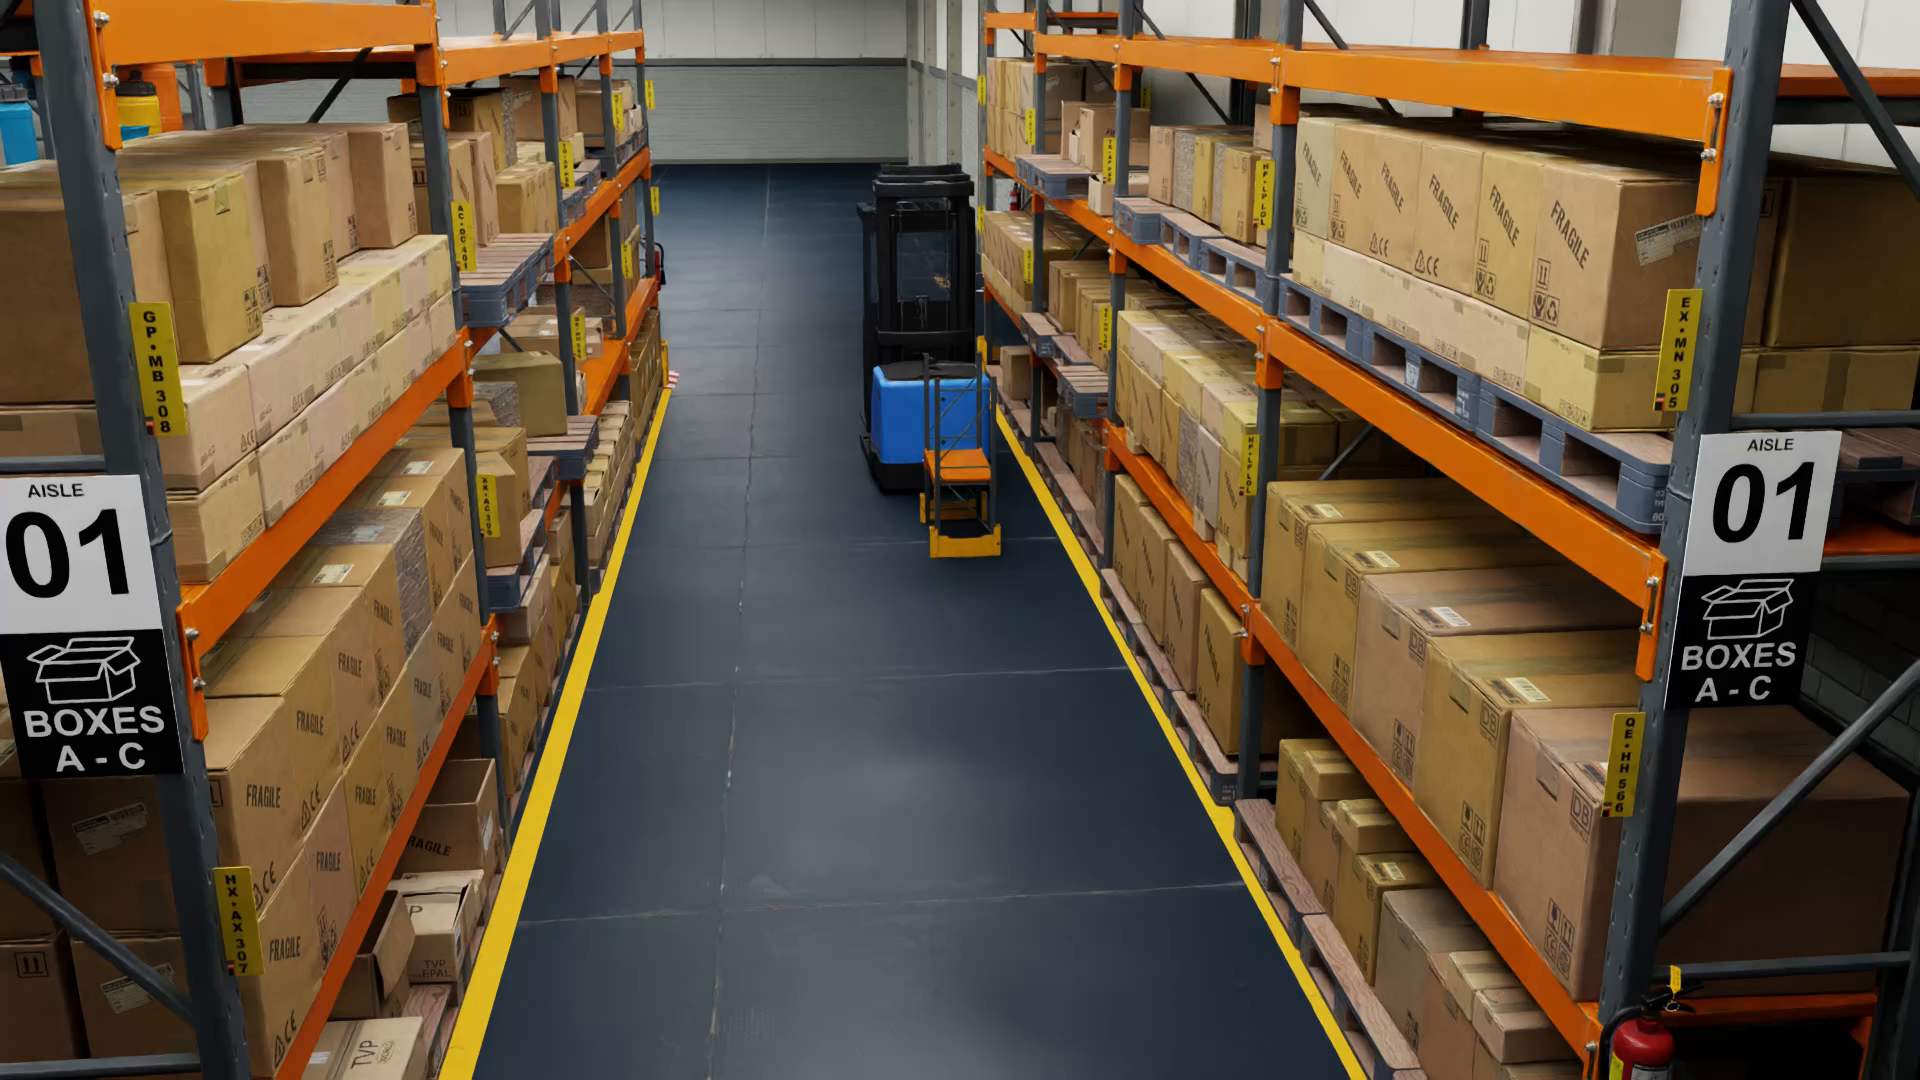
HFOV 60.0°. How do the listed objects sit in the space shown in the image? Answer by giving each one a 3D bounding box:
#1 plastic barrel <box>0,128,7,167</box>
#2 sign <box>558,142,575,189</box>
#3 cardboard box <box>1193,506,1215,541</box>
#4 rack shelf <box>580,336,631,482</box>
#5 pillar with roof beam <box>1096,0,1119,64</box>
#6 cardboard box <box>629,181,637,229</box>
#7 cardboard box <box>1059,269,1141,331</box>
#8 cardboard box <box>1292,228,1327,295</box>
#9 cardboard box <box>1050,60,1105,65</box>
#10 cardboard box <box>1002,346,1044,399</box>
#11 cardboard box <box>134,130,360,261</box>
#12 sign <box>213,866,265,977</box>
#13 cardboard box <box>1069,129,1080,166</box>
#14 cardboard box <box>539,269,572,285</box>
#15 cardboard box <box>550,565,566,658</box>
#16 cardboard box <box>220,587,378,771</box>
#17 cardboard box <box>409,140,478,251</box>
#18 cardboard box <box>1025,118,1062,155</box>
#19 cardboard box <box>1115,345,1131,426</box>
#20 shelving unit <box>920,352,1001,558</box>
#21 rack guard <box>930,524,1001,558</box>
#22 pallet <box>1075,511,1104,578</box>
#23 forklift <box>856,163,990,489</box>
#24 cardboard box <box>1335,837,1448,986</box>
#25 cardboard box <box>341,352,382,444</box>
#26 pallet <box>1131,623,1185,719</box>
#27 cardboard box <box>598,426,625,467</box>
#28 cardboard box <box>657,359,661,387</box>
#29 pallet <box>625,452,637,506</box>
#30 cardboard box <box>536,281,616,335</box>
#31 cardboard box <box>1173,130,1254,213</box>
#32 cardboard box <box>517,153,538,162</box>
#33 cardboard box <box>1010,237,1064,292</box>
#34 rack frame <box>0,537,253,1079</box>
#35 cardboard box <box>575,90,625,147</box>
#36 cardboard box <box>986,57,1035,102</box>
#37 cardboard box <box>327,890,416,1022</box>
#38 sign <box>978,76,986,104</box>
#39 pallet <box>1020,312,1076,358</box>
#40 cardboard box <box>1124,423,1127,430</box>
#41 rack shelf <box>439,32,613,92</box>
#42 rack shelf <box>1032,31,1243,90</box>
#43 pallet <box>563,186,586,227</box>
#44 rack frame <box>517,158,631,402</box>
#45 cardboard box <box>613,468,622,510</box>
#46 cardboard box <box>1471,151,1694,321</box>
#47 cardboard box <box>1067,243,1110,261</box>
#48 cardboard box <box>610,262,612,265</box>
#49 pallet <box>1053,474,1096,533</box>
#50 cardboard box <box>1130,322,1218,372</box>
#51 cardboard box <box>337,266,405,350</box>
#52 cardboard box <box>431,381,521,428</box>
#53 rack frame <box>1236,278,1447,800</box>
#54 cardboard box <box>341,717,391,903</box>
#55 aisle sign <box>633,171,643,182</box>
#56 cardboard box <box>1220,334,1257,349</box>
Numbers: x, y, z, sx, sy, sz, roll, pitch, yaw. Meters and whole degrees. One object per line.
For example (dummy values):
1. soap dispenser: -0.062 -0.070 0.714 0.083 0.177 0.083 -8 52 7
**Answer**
1. plastic barrel: -8.305 -3.299 13.834 0.600 0.901 0.600 0 17 0
2. sign: -2.761 -2.623 11.653 0.100 0.325 0.005 -2 18 -6
3. cardboard box: 1.605 -0.103 9.883 0.380 0.149 0.250 -2 18 -6
4. rack shelf: -3.508 -1.182 14.134 1.077 0.370 4.000 -2 18 -6
5. pillar with roof beam: -2.549 -6.014 18.310 9.100 9.000 0.400 -2 18 -6
6. cardboard box: -4.085 -3.824 19.016 0.700 0.500 0.500 -2 18 -5
7. cardboard box: 1.282 -2.213 15.317 0.700 0.500 0.500 0 17 0
8. cardboard box: 1.847 -1.285 7.637 0.500 0.250 0.500 -2 18 -6
9. cardboard box: 1.245 -4.852 17.746 0.500 0.500 0.500 -2 18 -6
10. cardboard box: 0.867 -1.885 18.612 0.700 0.500 0.500 -3 18 -9
11. cardboard box: -2.890 -1.396 6.772 0.700 0.500 0.500 -2 18 -6
12. sign: -1.936 1.025 4.460 0.100 0.325 0.005 -2 18 -6
13. cardboard box: 1.253 -3.515 14.805 0.500 0.311 0.500 -1 17 -4
14. cardboard box: -3.955 -2.552 16.049 0.380 0.149 0.250 -2 18 -6
15. cardboard box: -2.918 0.479 11.081 0.500 0.500 0.500 -2 18 -8
16. cardboard box: -2.368 0.485 5.789 0.500 0.500 0.500 -2 17 -5
17. cardboard box: -2.959 -1.815 8.907 0.600 0.600 0.600 -2 18 -6
18. cardboard box: 0.915 -3.907 16.405 0.500 0.500 0.500 -1 17 -4
19. cardboard box: 1.421 -1.130 12.070 0.500 0.500 0.500 -1 17 -4
20. shelving unit: -0.008 -0.738 14.025 0.587 1.500 1.083 -2 18 -6
21. rack guard: 0.044 0.006 13.739 0.587 0.250 0.087 -2 18 -6
22. pallet: 1.546 0.014 13.779 1.003 0.211 1.213 -2 18 -6
23. forklift: -0.431 -2.272 16.521 1.130 2.935 3.031 -3 18 -8
24. cardboard box: 2.113 1.630 7.451 0.700 0.500 0.500 -1 17 -4
25. cardboard box: -2.426 -0.513 6.046 0.500 0.250 0.500 -2 18 -6
26. pallet: 1.755 0.847 11.126 1.003 0.211 1.213 -2 18 -6
27. cardboard box: -3.278 -0.861 14.866 0.500 0.311 0.500 -2 18 -6
28. cardboard box: -3.714 -1.902 19.116 0.500 0.250 0.500 -2 18 -6
29. pallet: -3.599 -0.572 15.646 1.003 0.211 1.213 -2 18 -6
30. cardboard box: -3.766 -2.300 16.330 0.700 0.500 0.500 -2 18 -7
31. cardboard box: 1.840 -2.473 11.137 0.700 0.500 0.500 -3 18 -9
32. cardboard box: -3.476 -2.778 12.559 0.500 0.250 0.500 -1 17 -4
33. cardboard box: 0.800 -2.850 17.214 0.500 0.500 0.500 -2 18 -6
34. rack frame: -2.476 1.455 4.536 1.000 3.000 0.127 -2 18 -6
35. cardboard box: -3.504 -4.025 15.880 0.500 0.500 0.500 0 17 -1
36. cardboard box: 0.599 -5.310 19.205 0.500 0.500 0.500 -3 18 -10
37. cardboard box: -2.690 1.804 6.858 0.797 0.503 0.637 -2 18 -6
38. sign: 0.261 -5.298 19.577 0.100 0.325 0.005 -2 18 -6
39. pallet: 1.147 -1.951 15.704 1.003 0.211 1.213 -2 18 -6
40. cardboard box: 1.429 -0.868 12.319 0.380 0.149 0.250 -2 18 -6
41. rack shelf: -3.508 -3.853 13.295 1.077 0.370 4.000 -2 18 -6
42. rack shelf: 1.419 -4.007 13.786 1.077 0.370 4.000 -2 18 -6
43. pallet: -3.460 -2.469 12.342 1.213 0.211 1.003 -1 17 -3
44. rack frame: -3.714 -2.121 15.924 1.000 3.000 0.127 -2 18 -6
45. cardboard box: -3.228 -0.440 14.459 0.500 0.250 0.500 -1 17 -5
46. cardboard box: 2.063 -1.024 5.554 0.500 0.500 0.500 -1 17 -4
47. cardboard box: 1.372 -2.717 16.789 0.500 0.500 0.500 -2 18 -7
48. cardboard box: -3.575 -2.639 16.324 0.380 0.149 0.250 -2 17 -5
49. pallet: 1.424 -0.348 14.934 1.003 0.211 1.213 -2 18 -6
50. cardboard box: 1.472 -1.337 11.478 0.500 0.250 0.500 -2 18 -6
51. cardboard box: -2.471 -0.901 6.446 0.500 0.250 0.500 -2 18 -6
52. cardboard box: -3.220 -0.714 10.577 0.700 0.500 0.500 1 17 5
53. rack frame: 2.038 0.109 8.823 1.000 3.000 0.127 -2 18 -6
54. cardboard box: -2.367 0.963 5.934 0.500 0.500 0.500 -2 18 -6
55. aisle sign: -3.841 -4.581 19.422 0.394 0.787 0.004 -2 18 -6
56. cardboard box: 2.030 -1.206 11.060 0.500 0.250 0.500 -2 18 -7
